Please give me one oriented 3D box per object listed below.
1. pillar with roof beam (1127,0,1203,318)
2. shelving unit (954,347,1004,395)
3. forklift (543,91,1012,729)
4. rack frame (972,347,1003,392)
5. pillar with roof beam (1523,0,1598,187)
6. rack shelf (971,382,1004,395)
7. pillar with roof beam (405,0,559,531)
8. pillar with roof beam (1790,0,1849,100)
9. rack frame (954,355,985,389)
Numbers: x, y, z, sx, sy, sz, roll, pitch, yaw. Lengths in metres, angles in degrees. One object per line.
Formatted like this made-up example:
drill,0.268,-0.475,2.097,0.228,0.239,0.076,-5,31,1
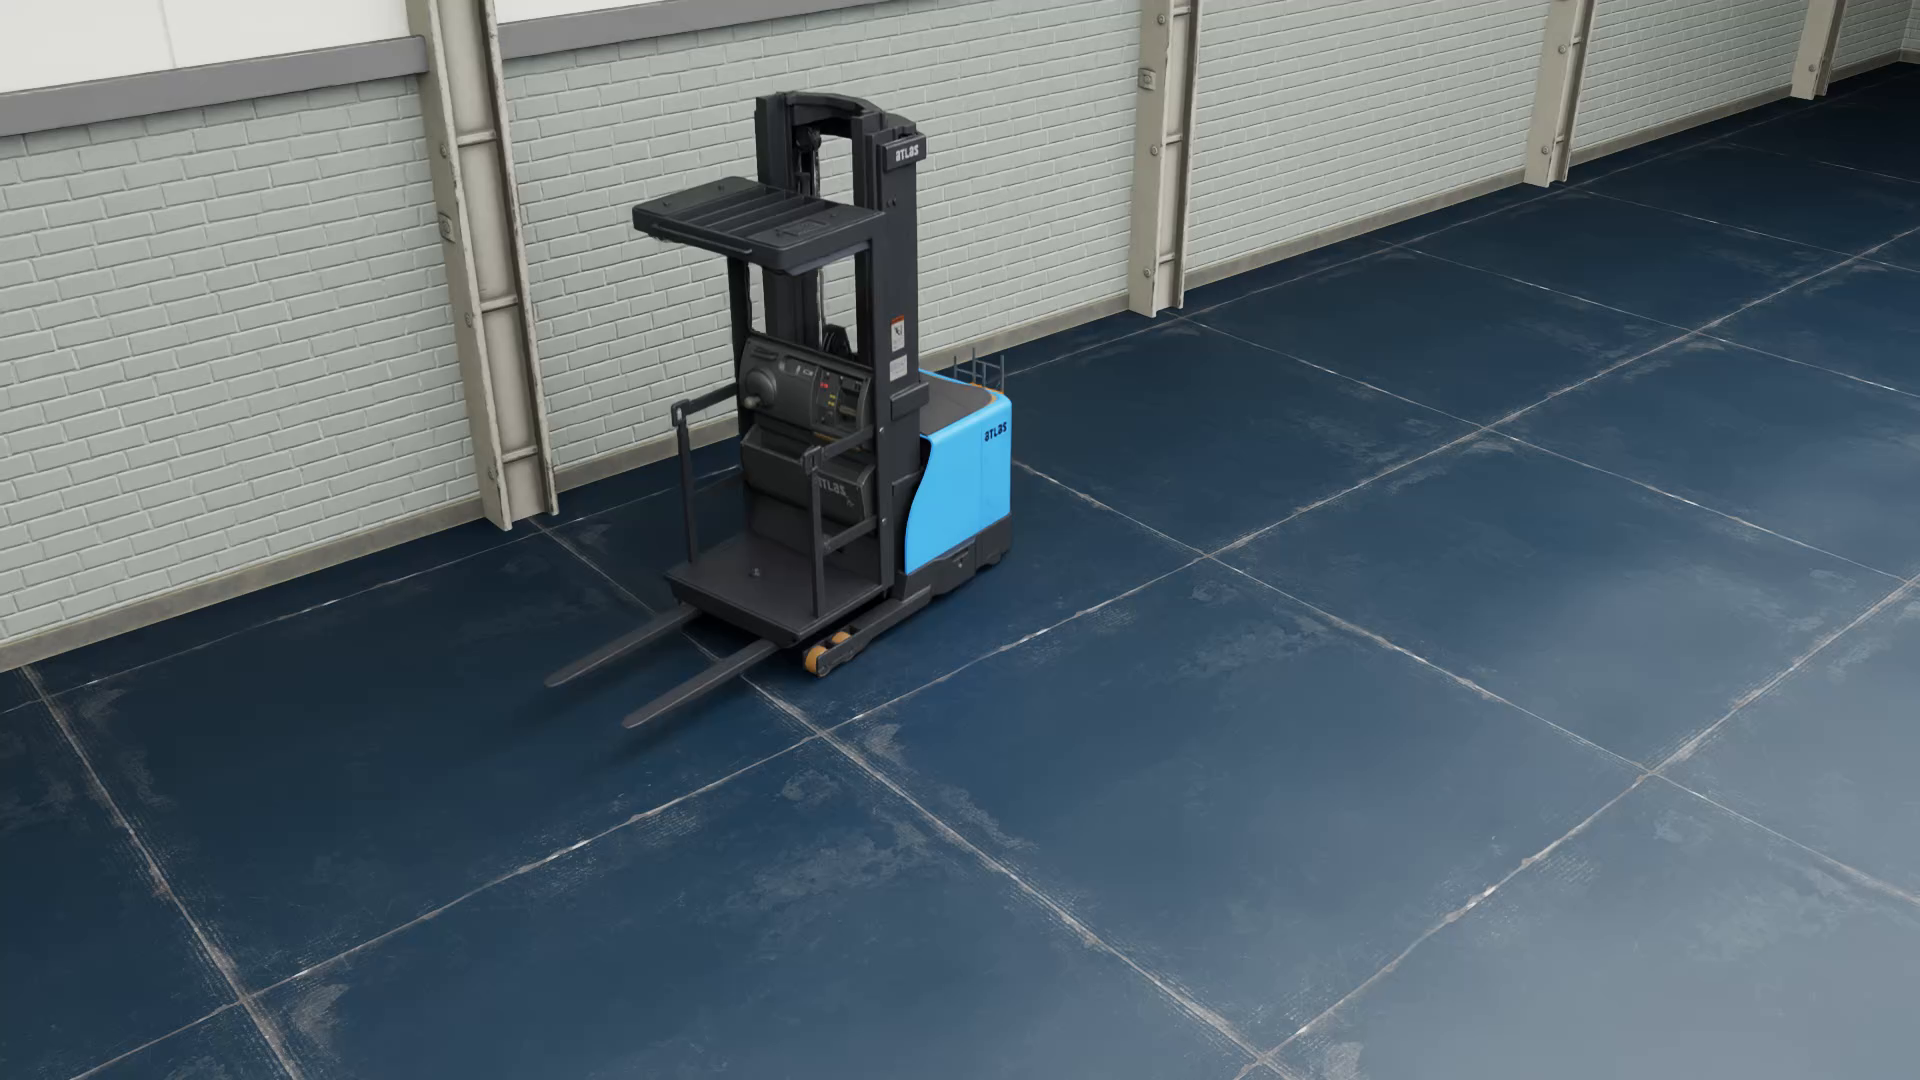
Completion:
pillar with roof beam,4.476,-4.432,9.354,0.400,9.000,9.100,-22,35,-35
shelving unit,0.114,-0.599,10.456,0.258,1.200,0.189,21,34,33
forklift,-0.988,-0.803,9.001,1.130,2.935,3.031,21,34,33
rack frame,0.171,-0.633,10.519,0.240,1.200,0.006,21,34,33
pillar with roof beam,9.040,-6.267,12.789,0.400,9.000,9.100,-22,35,-35
rack shelf,0.114,-0.877,10.308,0.258,0.103,0.180,21,34,33
pillar with roof beam,-0.089,-2.597,5.919,0.400,9.000,9.100,-22,35,-35
pillar with roof beam,13.605,-8.103,16.223,0.400,9.000,9.100,-22,35,-35
rack frame,0.057,-0.565,10.393,0.240,1.200,0.006,21,34,33
